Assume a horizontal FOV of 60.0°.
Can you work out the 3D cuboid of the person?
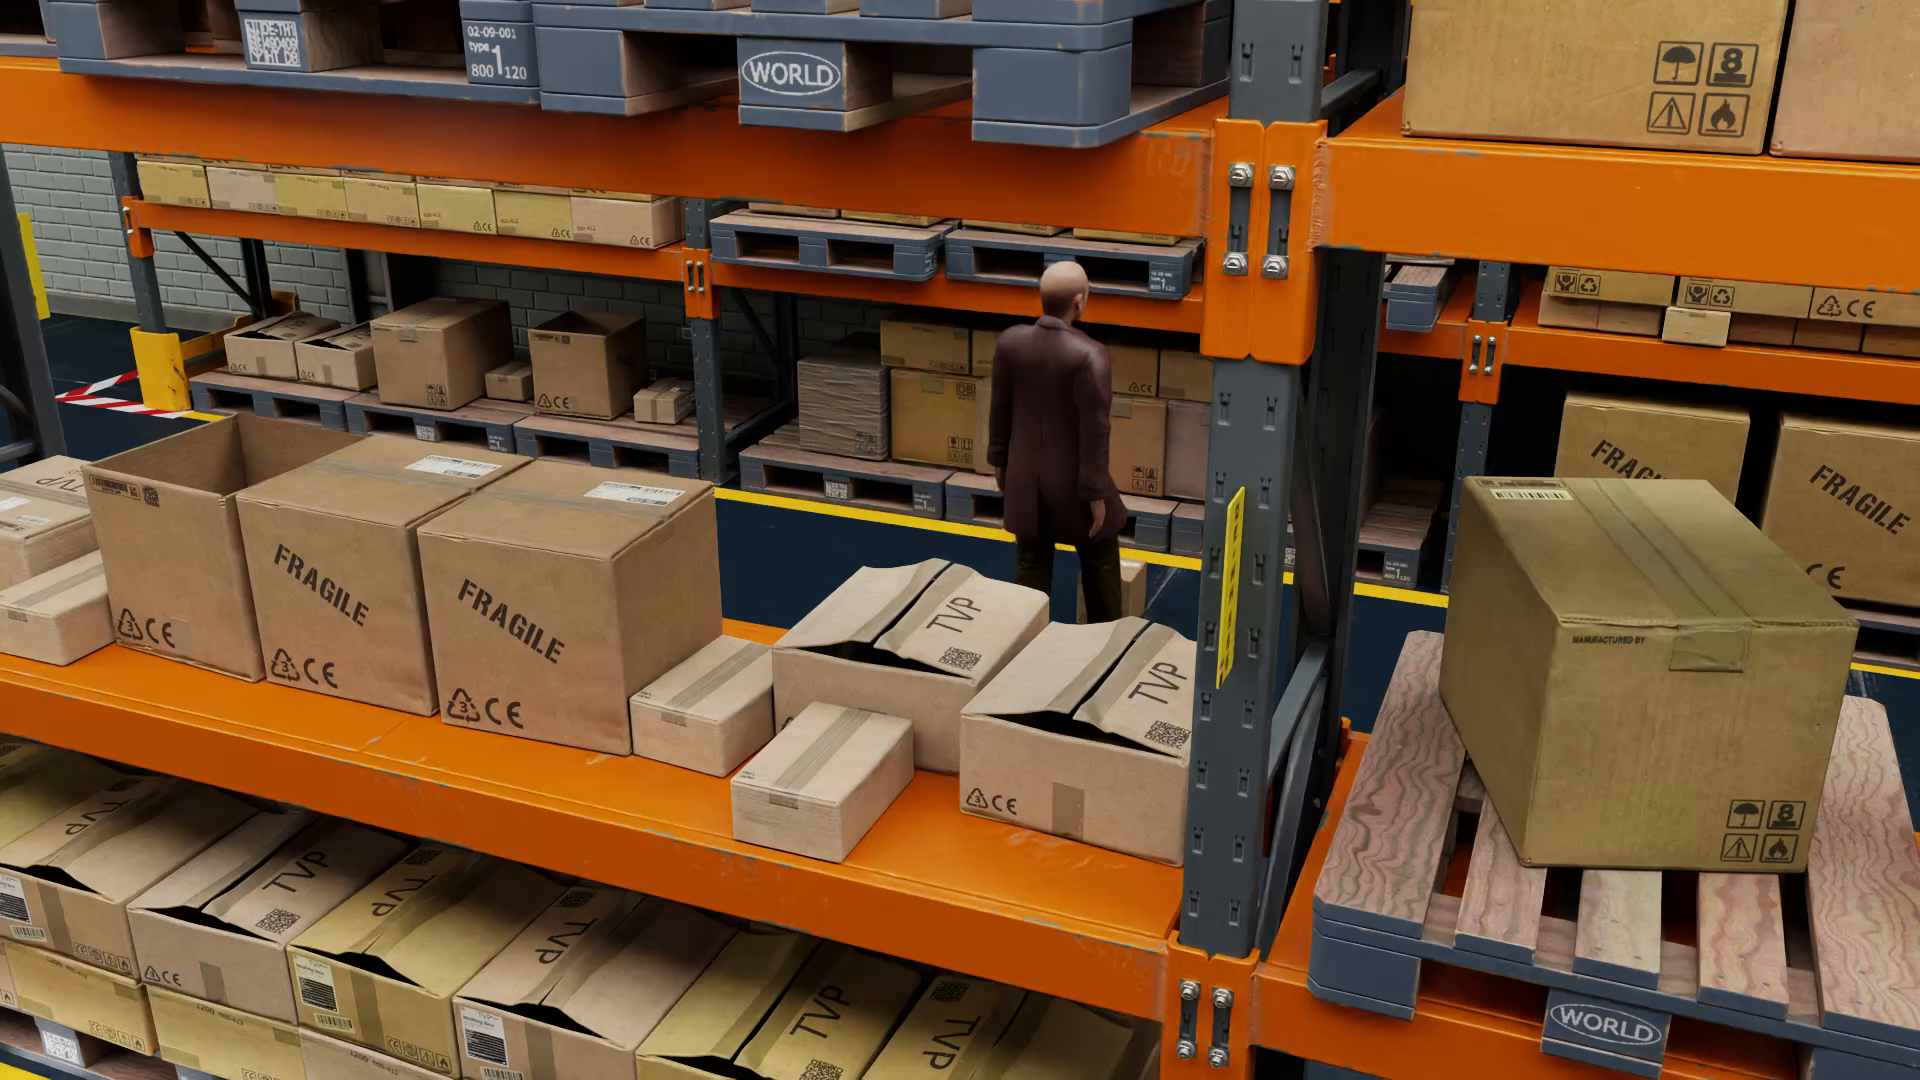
[{"bbox_3d":[0.427,-0.287,6.806,0.614,1.784,0.645,12,25,27],"label":"person"}]
